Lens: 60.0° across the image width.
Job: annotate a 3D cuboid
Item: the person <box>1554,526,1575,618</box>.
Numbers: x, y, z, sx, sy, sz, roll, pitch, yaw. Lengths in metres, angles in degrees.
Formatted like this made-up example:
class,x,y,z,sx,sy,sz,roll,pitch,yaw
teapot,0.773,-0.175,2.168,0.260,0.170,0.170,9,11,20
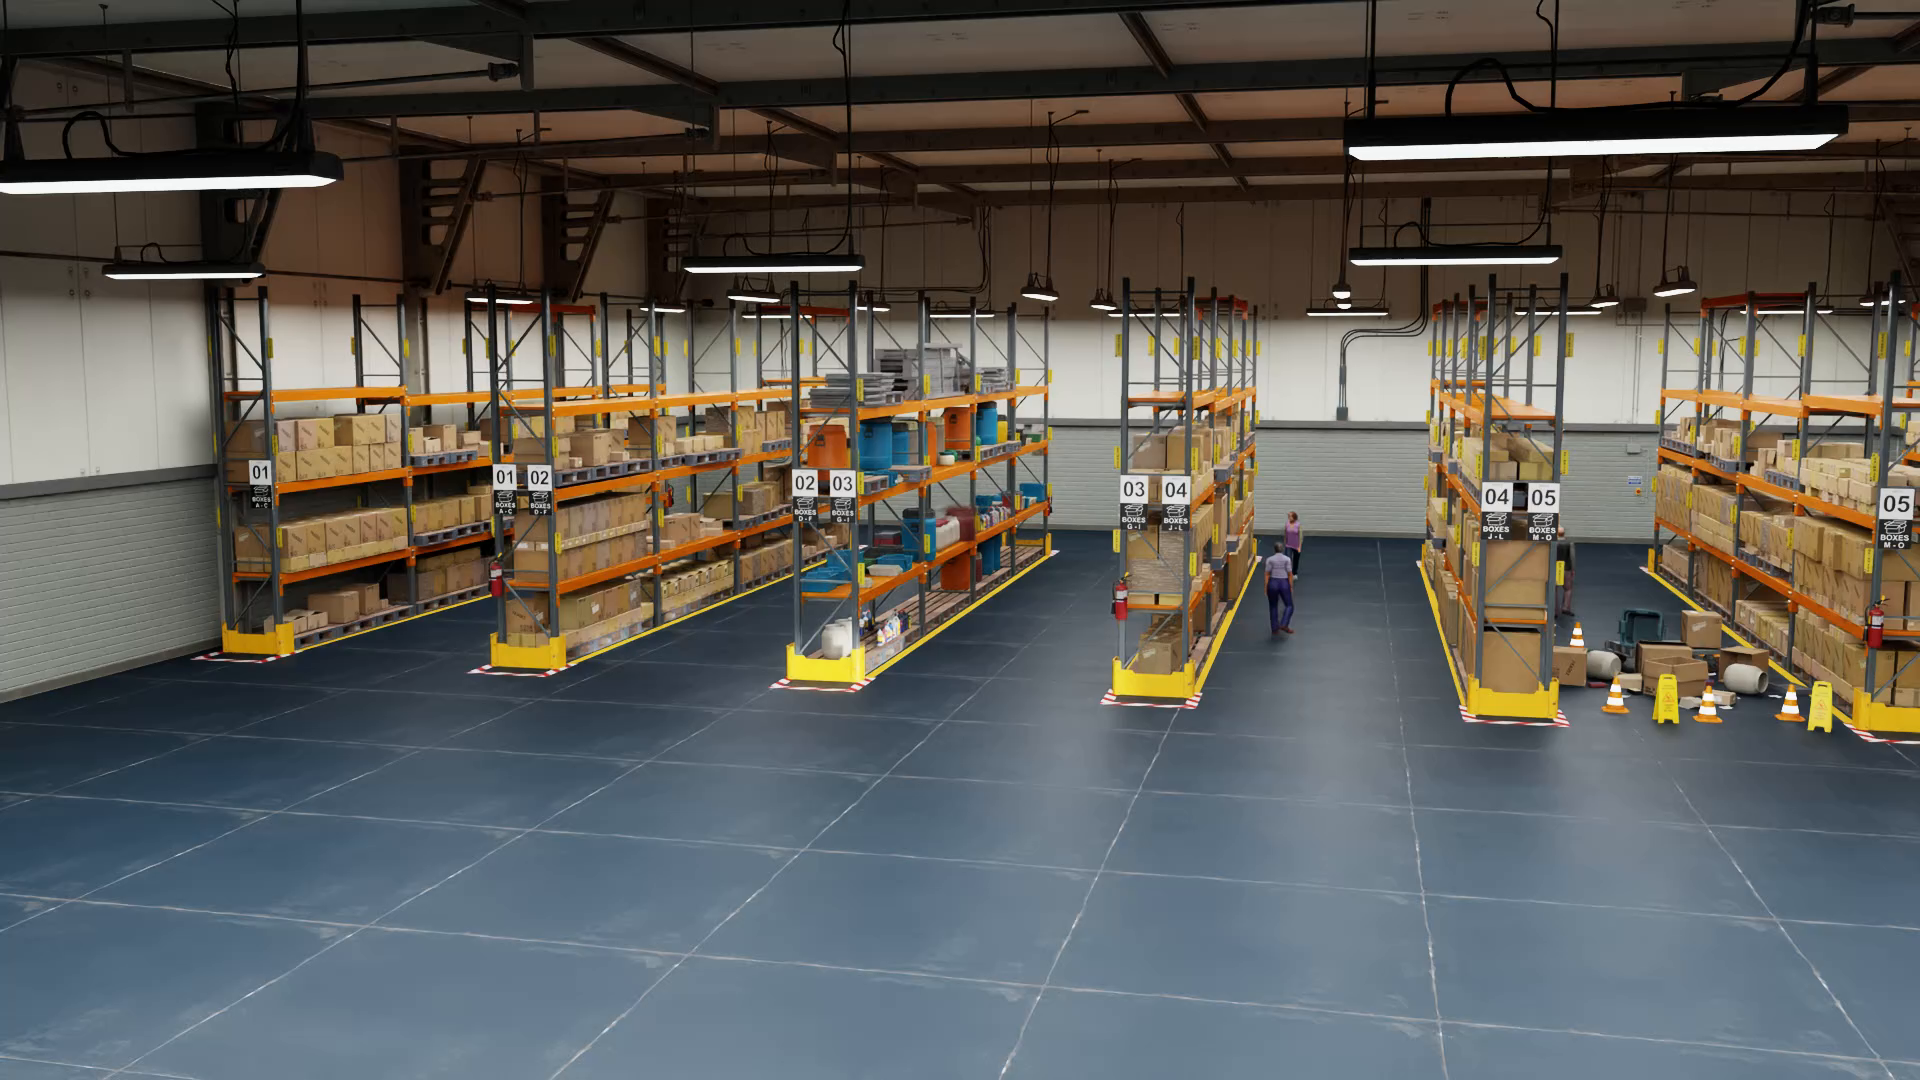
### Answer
class,x,y,z,sx,sy,sz,roll,pitch,yaw
person,11.164,0.604,30.953,0.566,1.720,0.537,1,7,12

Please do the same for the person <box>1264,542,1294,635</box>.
class,x,y,z,sx,sy,sz,roll,pitch,yaw
person,5.594,0.853,29.112,0.537,1.645,0.522,2,7,14

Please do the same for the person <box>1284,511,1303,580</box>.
class,x,y,z,sx,sy,sz,roll,pitch,yaw
person,7.093,0.151,35.383,0.393,1.540,0.972,1,7,11

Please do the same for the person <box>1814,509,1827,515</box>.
class,x,y,z,sx,sy,sz,roll,pitch,yaw
person,18.741,-0.010,36.235,0.516,1.681,0.930,-6,9,-42
